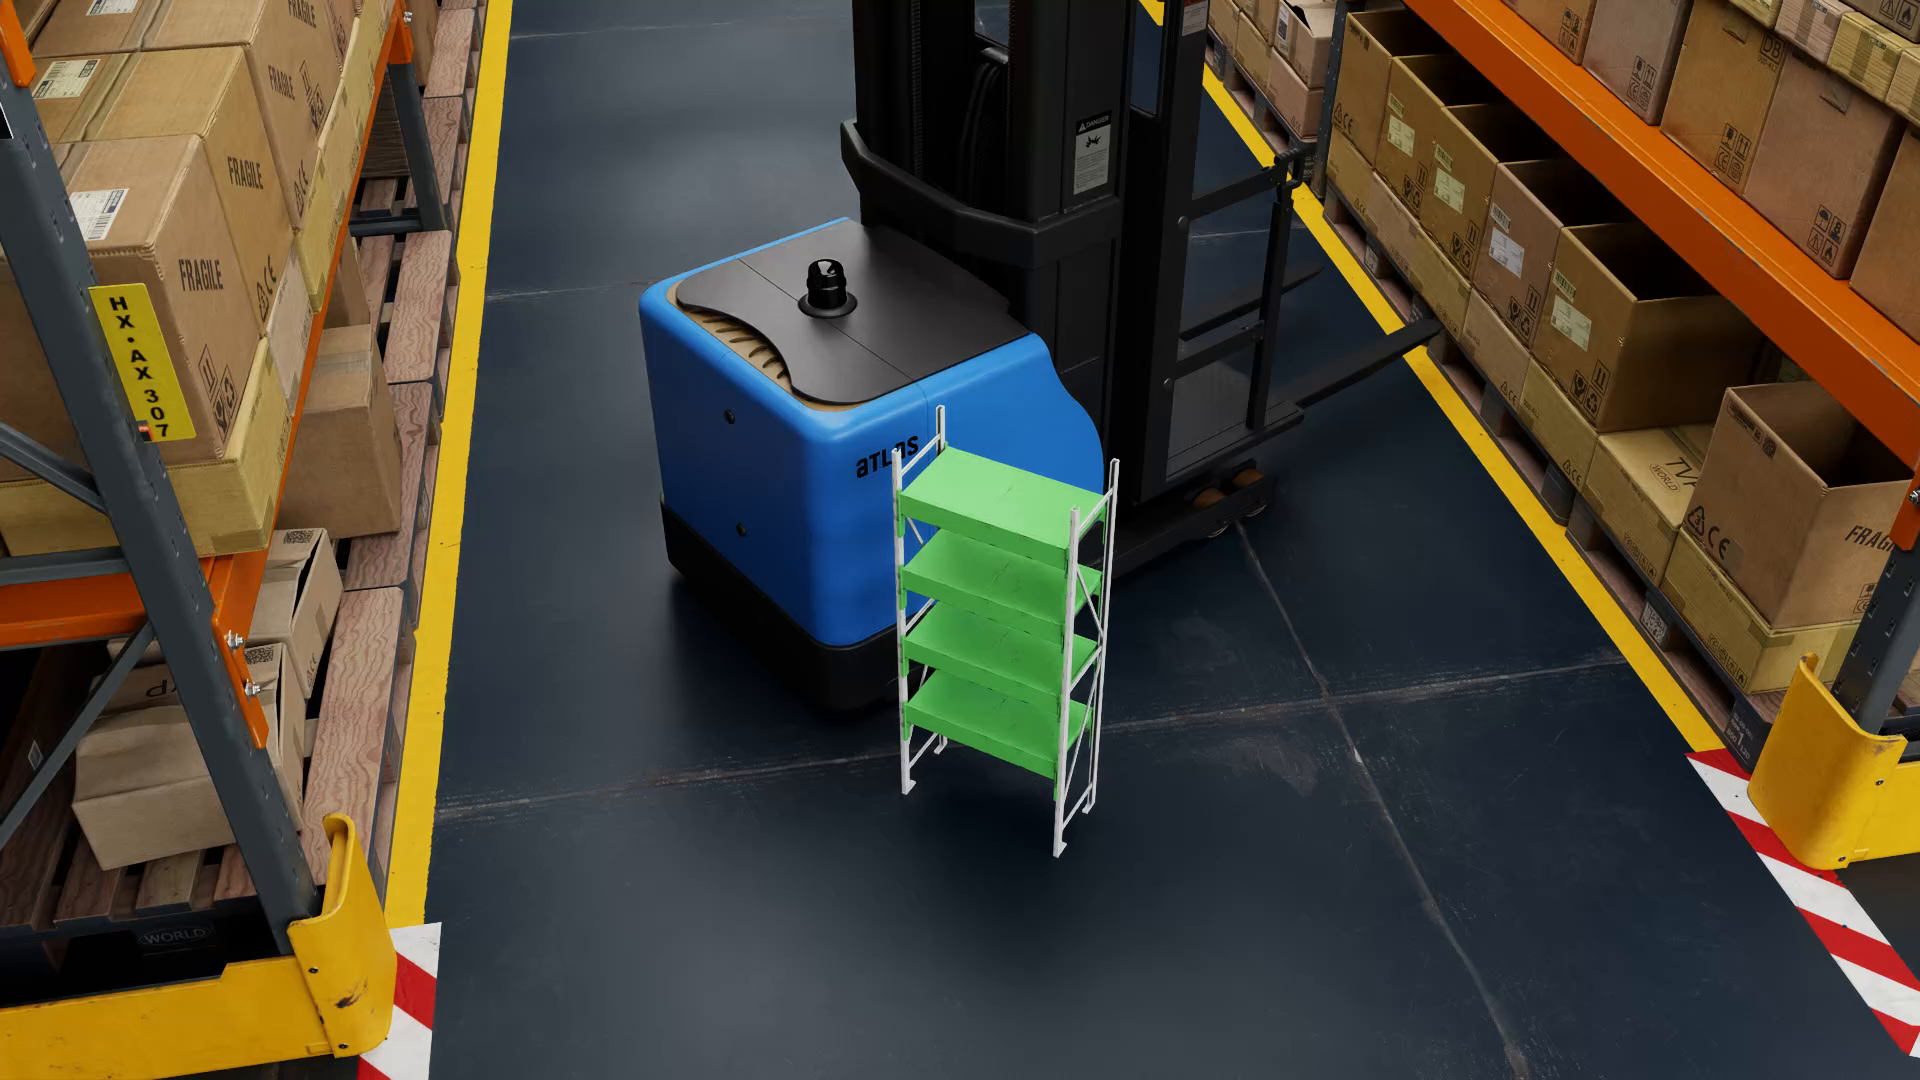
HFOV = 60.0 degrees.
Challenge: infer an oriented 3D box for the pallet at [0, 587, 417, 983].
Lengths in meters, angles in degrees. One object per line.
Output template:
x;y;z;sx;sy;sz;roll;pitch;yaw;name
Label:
-2.133;0.646;4.747;1.003;0.211;1.213;-6;38;-8;pallet

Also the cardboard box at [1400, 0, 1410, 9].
2.336;-2.444;7.893;0.500;0.311;0.500;-6;38;-8;cardboard box

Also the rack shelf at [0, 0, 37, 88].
-2.363;-2.024;4.051;1.077;0.370;4.000;-6;38;-8;rack shelf

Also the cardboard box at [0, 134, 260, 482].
-1.800;-0.481;3.418;0.500;0.500;0.500;-6;38;-8;cardboard box

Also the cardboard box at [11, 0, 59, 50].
-2.478;-1.039;4.137;0.500;0.500;0.500;-7;38;-9;cardboard box

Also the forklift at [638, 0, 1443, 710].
0.488;-1.396;5.158;3.031;2.935;1.130;-26;45;-30;forklift

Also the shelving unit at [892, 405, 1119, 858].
0.110;0.269;4.426;0.503;1.200;0.258;19;42;23;shelving unit

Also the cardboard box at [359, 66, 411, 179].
-2.859;-1.961;7.508;0.700;0.500;0.500;-5;38;-6;cardboard box

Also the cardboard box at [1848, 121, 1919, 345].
2.795;-0.773;4.219;0.700;0.500;0.500;-6;38;-8;cardboard box

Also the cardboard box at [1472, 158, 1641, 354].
2.201;-1.023;5.909;0.500;0.500;0.500;-6;38;-8;cardboard box

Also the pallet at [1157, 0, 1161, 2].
1.567;-3.680;10.314;1.003;0.211;1.213;-6;38;-8;pallet

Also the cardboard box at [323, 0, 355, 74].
-2.155;-1.718;5.011;0.500;0.500;0.500;-7;38;-9;cardboard box

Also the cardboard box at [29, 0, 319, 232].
-1.961;-1.093;4.207;0.500;0.500;0.500;-7;38;-9;cardboard box

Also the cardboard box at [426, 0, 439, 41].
-3.146;-2.884;8.696;0.700;0.500;0.500;-6;38;-8;cardboard box

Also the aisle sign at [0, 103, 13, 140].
-1.704;-0.931;2.384;0.394;0.787;0.004;-6;38;-8;aisle sign

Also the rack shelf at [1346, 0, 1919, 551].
2.513;-1.374;5.660;1.077;0.370;4.000;-6;38;-8;rack shelf

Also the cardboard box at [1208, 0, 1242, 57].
1.628;-2.780;8.783;0.500;0.250;0.500;-5;38;-7;cardboard box

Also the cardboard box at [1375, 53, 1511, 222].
2.031;-1.627;6.688;0.500;0.500;0.500;-6;38;-8;cardboard box

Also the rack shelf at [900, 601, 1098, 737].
0.110;0.319;4.466;0.480;0.148;0.258;19;42;23;rack shelf

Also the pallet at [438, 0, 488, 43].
-3.279;-3.174;9.663;1.003;0.211;1.213;-6;38;-8;pallet

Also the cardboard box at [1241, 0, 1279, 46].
1.712;-2.695;8.216;0.500;0.311;0.500;-5;38;-7;cardboard box

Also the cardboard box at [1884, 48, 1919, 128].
2.562;-1.114;4.129;0.380;0.149;0.250;-5;38;-7;cardboard box

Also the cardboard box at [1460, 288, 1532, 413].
2.204;-0.727;6.140;0.500;0.250;0.500;-6;38;-8;cardboard box

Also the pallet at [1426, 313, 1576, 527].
2.478;-0.542;6.275;1.003;0.211;1.213;-6;38;-8;pallet

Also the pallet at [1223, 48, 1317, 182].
1.995;-2.206;8.417;1.003;0.211;1.213;-6;38;-8;pallet

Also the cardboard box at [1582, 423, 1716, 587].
2.380;-0.123;5.362;0.500;0.250;0.500;-6;38;-8;cardboard box

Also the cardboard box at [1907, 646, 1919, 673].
2.989;0.122;5.047;0.500;0.250;0.500;-6;38;-8;cardboard box

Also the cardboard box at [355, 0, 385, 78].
-2.253;-1.725;5.631;0.500;0.250;0.500;-6;38;-8;cardboard box

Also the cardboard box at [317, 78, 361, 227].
-2.060;-1.119;4.851;0.500;0.250;0.500;-6;38;-8;cardboard box

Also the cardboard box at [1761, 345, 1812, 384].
2.899;-0.476;5.205;0.500;0.500;0.500;-6;38;-8;cardboard box

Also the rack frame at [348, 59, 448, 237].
-2.714;-2.331;6.306;1.000;3.000;0.127;-6;38;-8;rack frame

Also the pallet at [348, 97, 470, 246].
-2.851;-1.700;7.766;1.003;0.211;1.213;-6;38;-8;pallet

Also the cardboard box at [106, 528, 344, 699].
-2.145;0.201;4.879;0.500;0.311;0.500;-3;38;-4;cardboard box

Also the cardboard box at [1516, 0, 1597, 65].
2.430;-2.017;5.820;0.700;0.500;0.500;-6;38;-7;cardboard box

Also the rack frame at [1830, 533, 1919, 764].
2.864;-0.450;3.885;1.000;3.000;0.127;-6;38;-8;rack frame

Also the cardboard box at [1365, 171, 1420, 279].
2.028;-1.331;6.917;0.500;0.250;0.500;-6;38;-8;cardboard box

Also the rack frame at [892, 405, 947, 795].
-0.103;0.196;4.520;0.015;1.200;0.240;19;42;23;rack frame

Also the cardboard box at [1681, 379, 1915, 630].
2.477;-0.118;4.745;0.500;0.500;0.500;-6;38;-8;cardboard box

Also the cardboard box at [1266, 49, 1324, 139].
1.805;-2.166;7.991;0.500;0.250;0.500;-7;38;-8;cardboard box

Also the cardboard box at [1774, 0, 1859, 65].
2.475;-1.421;4.524;0.380;0.149;0.250;-6;38;-7;cardboard box

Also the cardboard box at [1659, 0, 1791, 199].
2.617;-1.390;5.013;0.700;0.500;0.500;-6;38;-8;cardboard box

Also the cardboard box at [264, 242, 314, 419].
-1.890;-0.505;4.061;0.500;0.250;0.500;-7;38;-9;cardboard box

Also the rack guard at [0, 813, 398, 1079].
-2.026;1.026;4.022;1.175;0.500;0.348;-6;38;-8;rack guard

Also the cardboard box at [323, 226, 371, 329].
-2.492;-0.895;6.136;0.500;0.500;0.500;-9;39;-11;cardboard box

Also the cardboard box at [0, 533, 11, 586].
-2.285;-0.125;3.572;0.500;0.250;0.500;-6;38;-7;cardboard box

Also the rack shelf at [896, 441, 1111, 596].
0.110;-0.060;4.171;0.480;0.148;0.258;19;42;23;rack shelf
